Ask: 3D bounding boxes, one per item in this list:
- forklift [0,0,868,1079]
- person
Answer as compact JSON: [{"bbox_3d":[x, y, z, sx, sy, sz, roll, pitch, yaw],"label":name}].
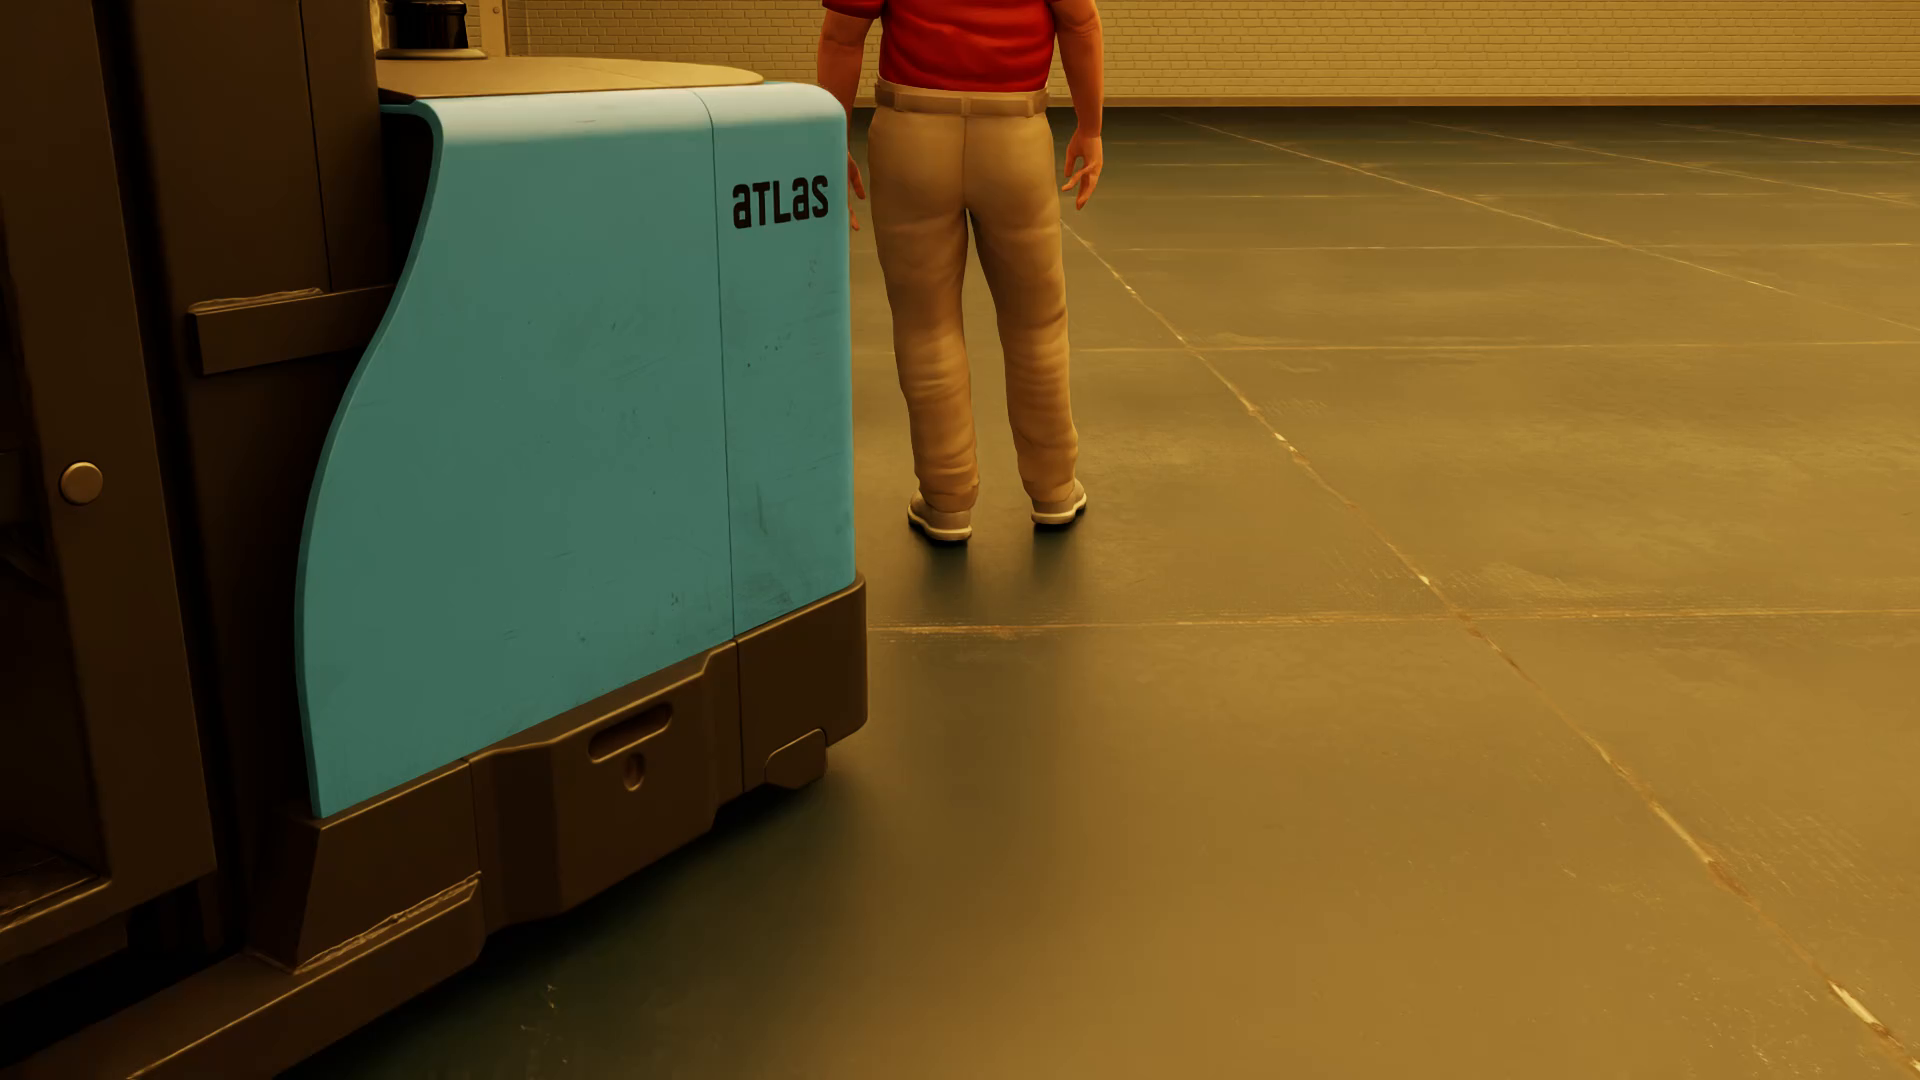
[{"bbox_3d":[-1.383,-0.766,1.410,1.130,2.935,3.031,11,20,32],"label":"forklift"},{"bbox_3d":[0.007,-0.861,3.749,0.641,1.728,0.550,-1,17,-3],"label":"person"}]
